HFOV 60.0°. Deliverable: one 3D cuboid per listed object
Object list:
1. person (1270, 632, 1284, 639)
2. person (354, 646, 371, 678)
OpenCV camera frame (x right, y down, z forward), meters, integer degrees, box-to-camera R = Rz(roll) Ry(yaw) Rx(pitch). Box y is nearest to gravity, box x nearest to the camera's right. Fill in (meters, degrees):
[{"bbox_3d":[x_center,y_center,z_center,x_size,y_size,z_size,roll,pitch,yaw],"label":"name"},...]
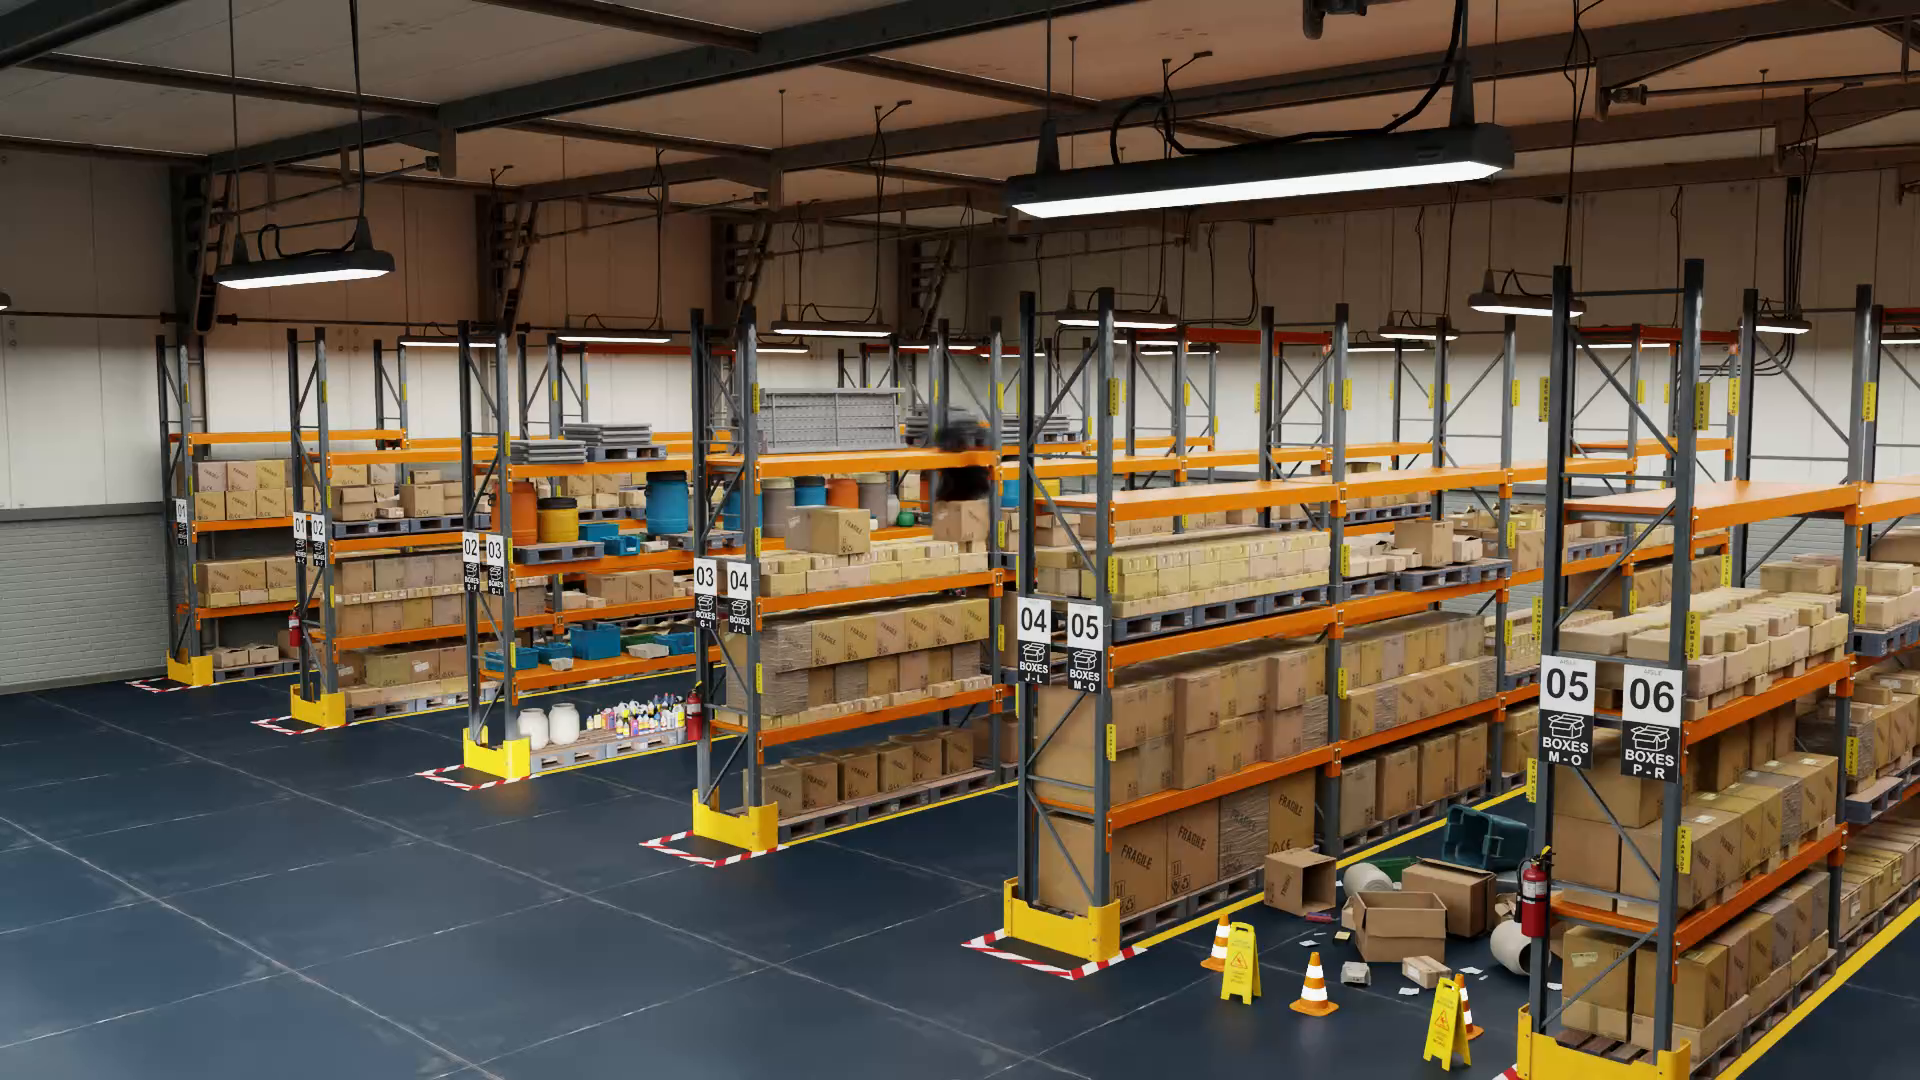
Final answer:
[{"bbox_3d":[4.568,2.063,23.922,0.687,1.740,0.739,-4,7,-40],"label":"person"},{"bbox_3d":[-10.054,1.672,27.932,0.640,1.840,0.709,4,7,35],"label":"person"}]
